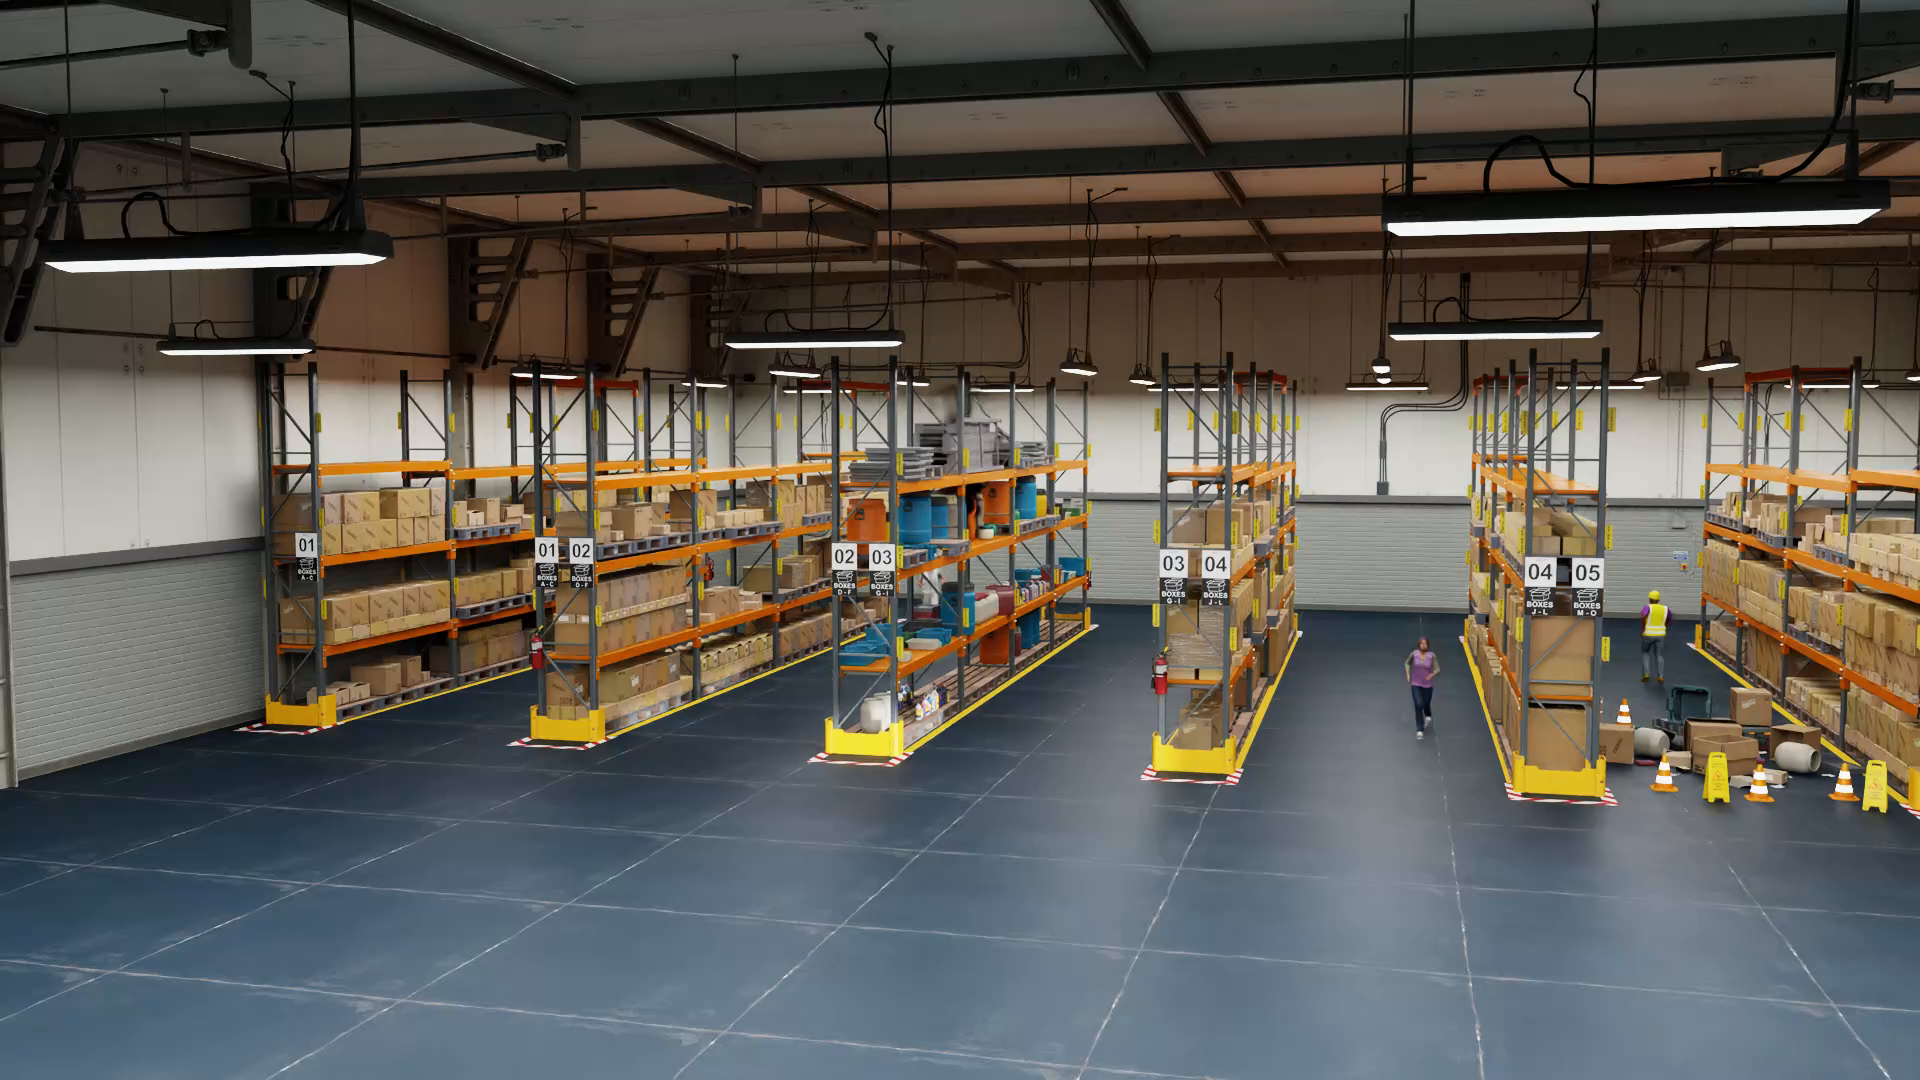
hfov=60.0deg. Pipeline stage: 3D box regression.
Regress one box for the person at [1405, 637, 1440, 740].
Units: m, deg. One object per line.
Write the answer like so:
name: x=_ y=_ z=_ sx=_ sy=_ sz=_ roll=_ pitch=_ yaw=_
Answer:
person: x=7.400 y=2.342 z=26.648 sx=0.547 sy=1.594 sz=0.834 roll=1 pitch=4 yaw=15

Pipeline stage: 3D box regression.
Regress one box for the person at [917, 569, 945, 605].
person: x=-0.697 y=1.308 z=39.964 sx=0.668 sy=1.786 sz=0.953 roll=0 pitch=4 yaw=2

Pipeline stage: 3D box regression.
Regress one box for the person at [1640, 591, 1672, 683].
person: x=13.322 y=1.883 z=31.884 sx=0.630 sy=1.811 sz=0.827 roll=1 pitch=4 yaw=9
